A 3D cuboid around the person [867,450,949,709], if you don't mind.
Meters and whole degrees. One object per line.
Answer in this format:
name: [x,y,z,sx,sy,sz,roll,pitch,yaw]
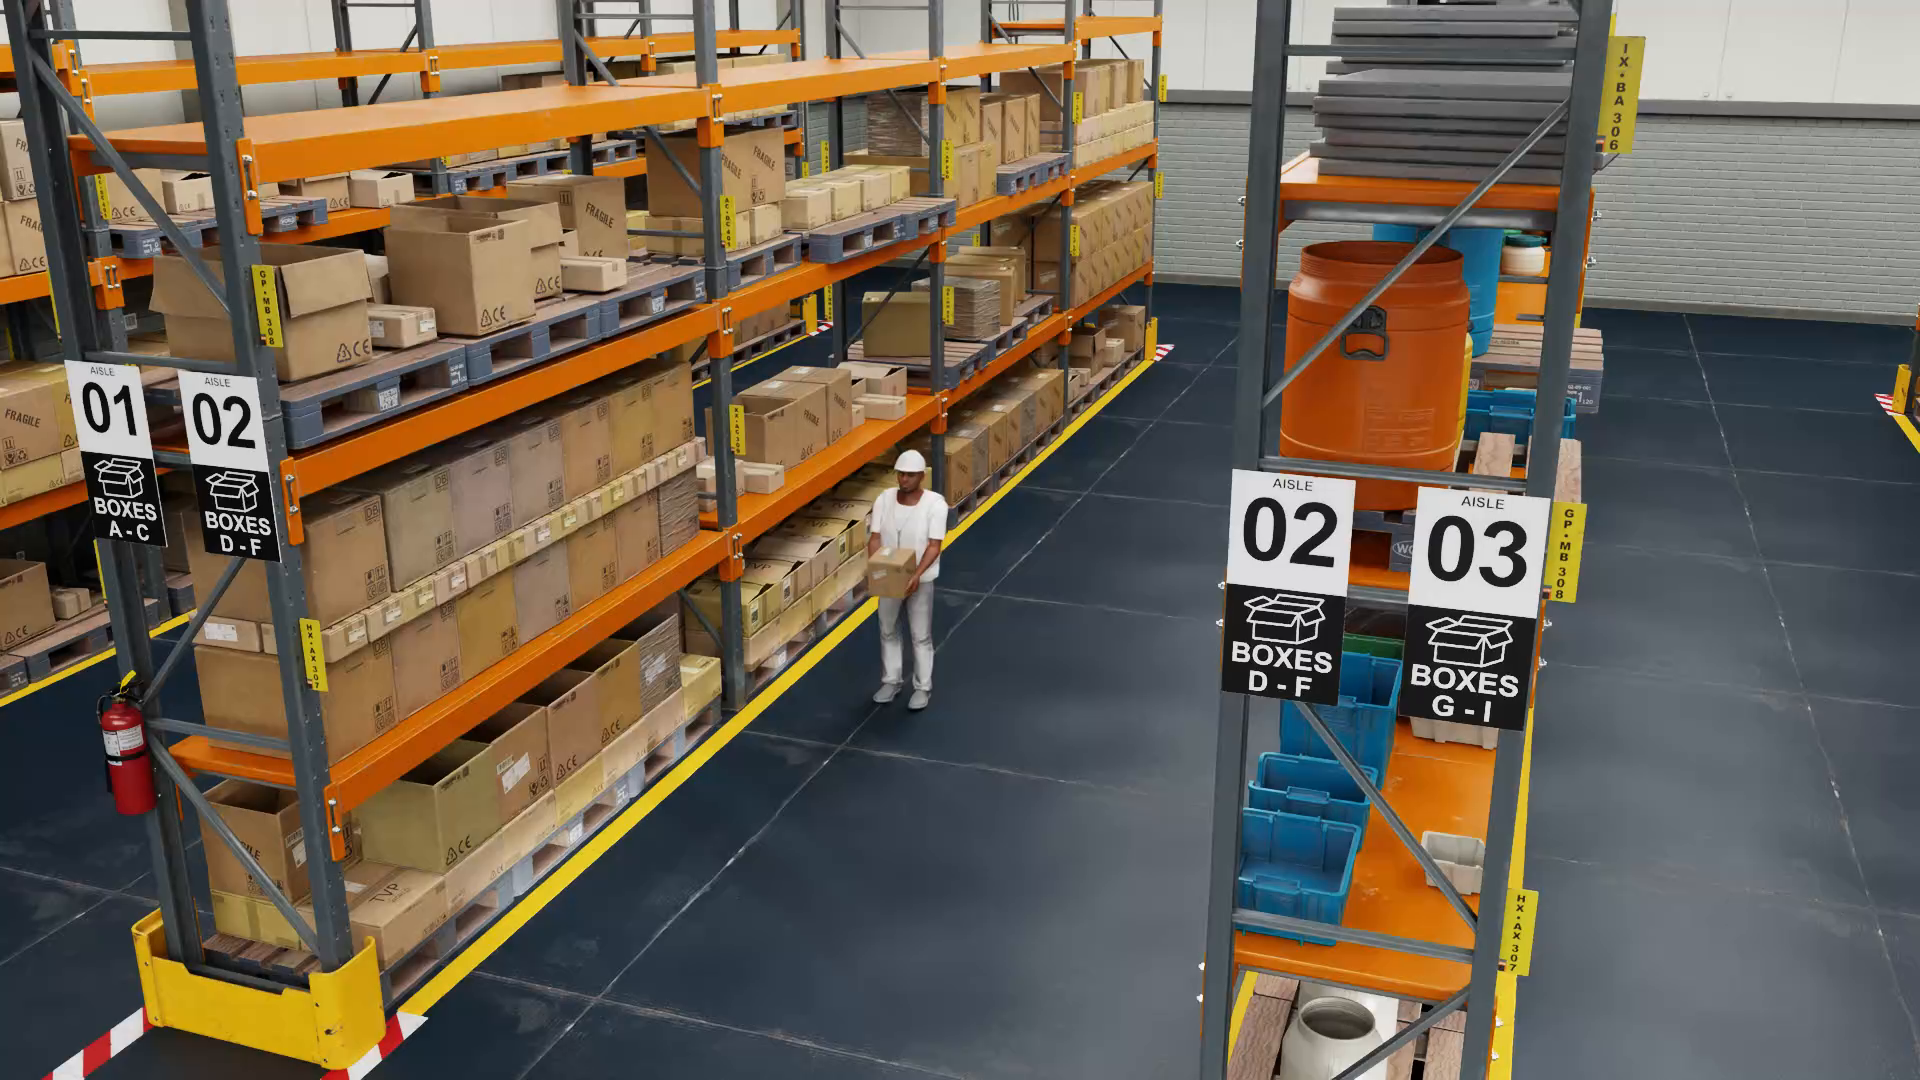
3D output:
person: [-0.380,0.283,11.178,0.528,1.769,0.567,6,20,18]
